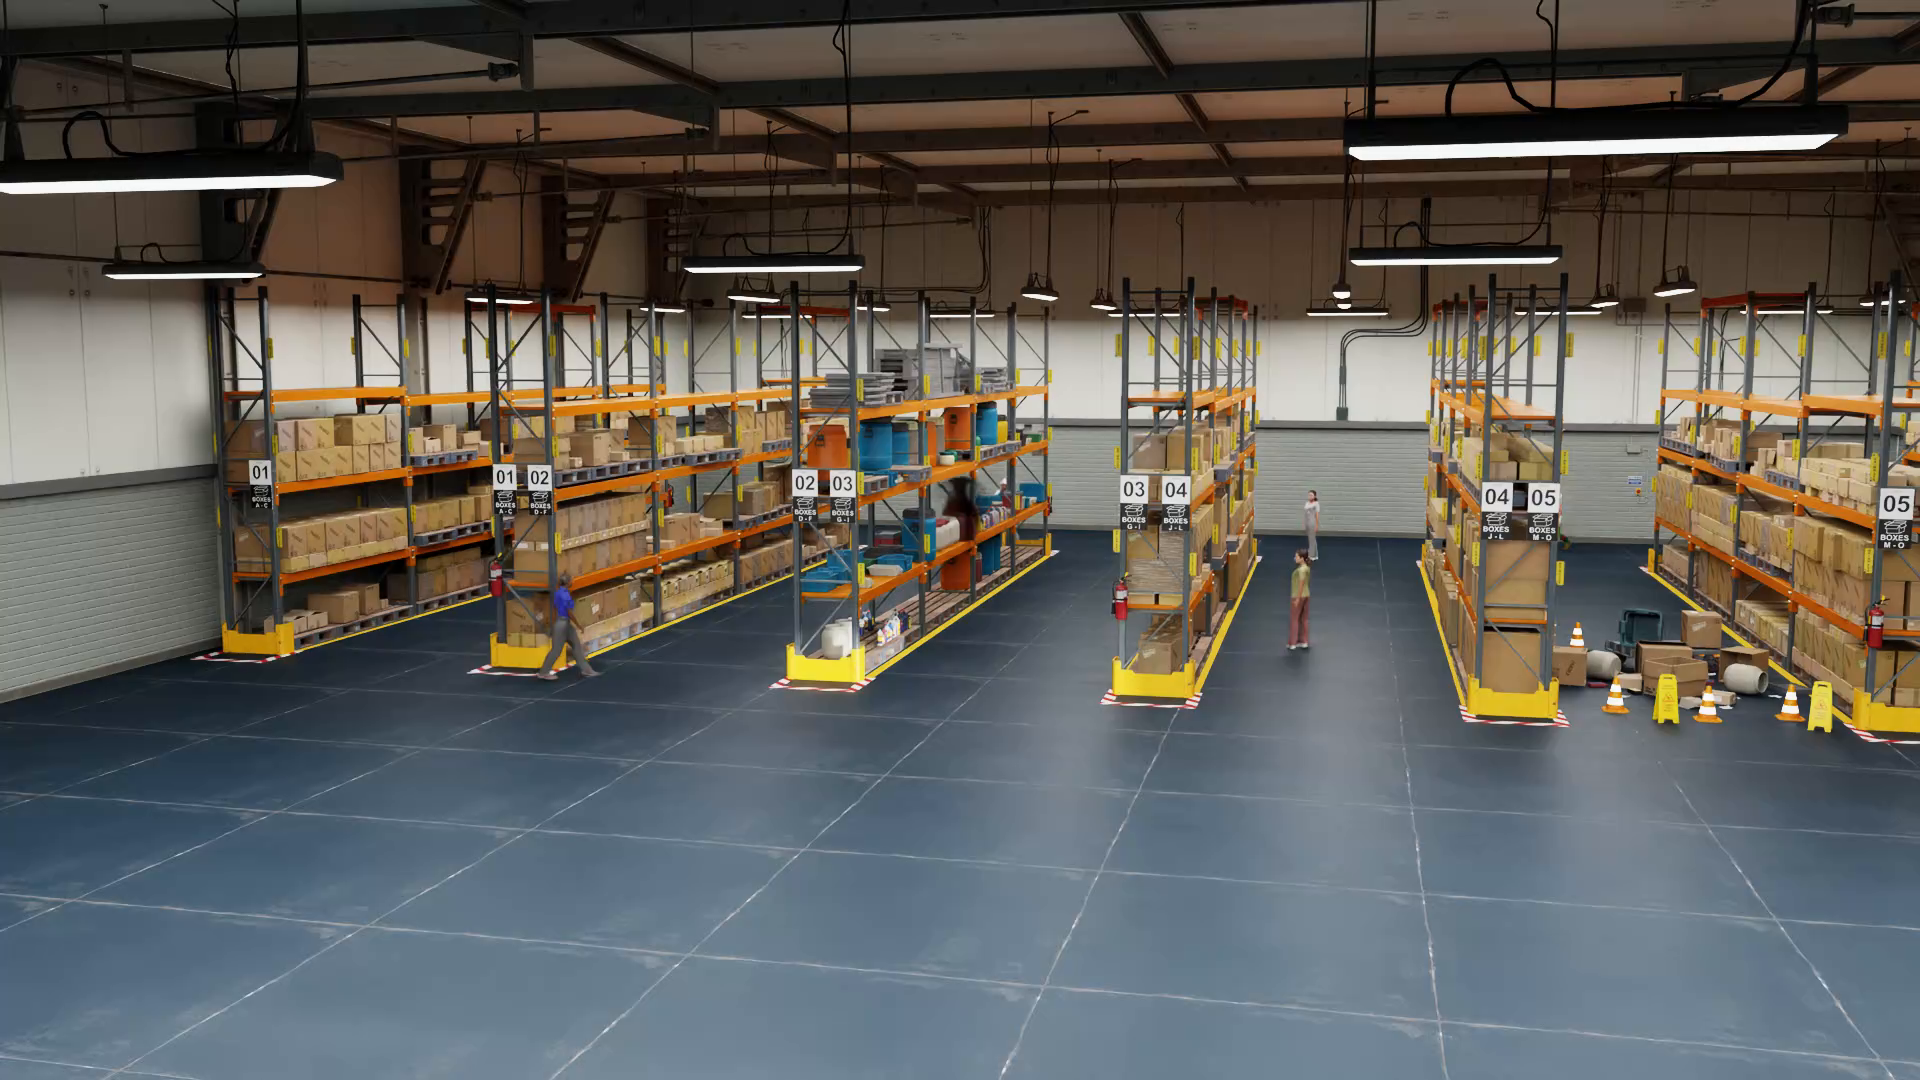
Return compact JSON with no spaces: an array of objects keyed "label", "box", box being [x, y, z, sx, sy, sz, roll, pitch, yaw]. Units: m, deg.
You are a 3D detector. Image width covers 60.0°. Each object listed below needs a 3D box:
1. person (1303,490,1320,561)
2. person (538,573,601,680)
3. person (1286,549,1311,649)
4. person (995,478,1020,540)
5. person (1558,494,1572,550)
[{"label":"person","box":[8.312,-0.352,39.395,0.427,1.673,0.446,-1,7,-12]},{"label":"person","box":[-5.936,1.302,25.186,0.929,1.618,0.443,-1,7,-10]},{"label":"person","box":[5.673,0.995,27.848,0.378,1.670,0.461,5,8,39]},{"label":"person","box":[1.128,-0.681,41.907,0.585,1.756,0.817,6,9,40]},{"label":"person","box":[14.591,-0.572,40.896,0.914,1.748,0.659,-2,7,-20]}]
